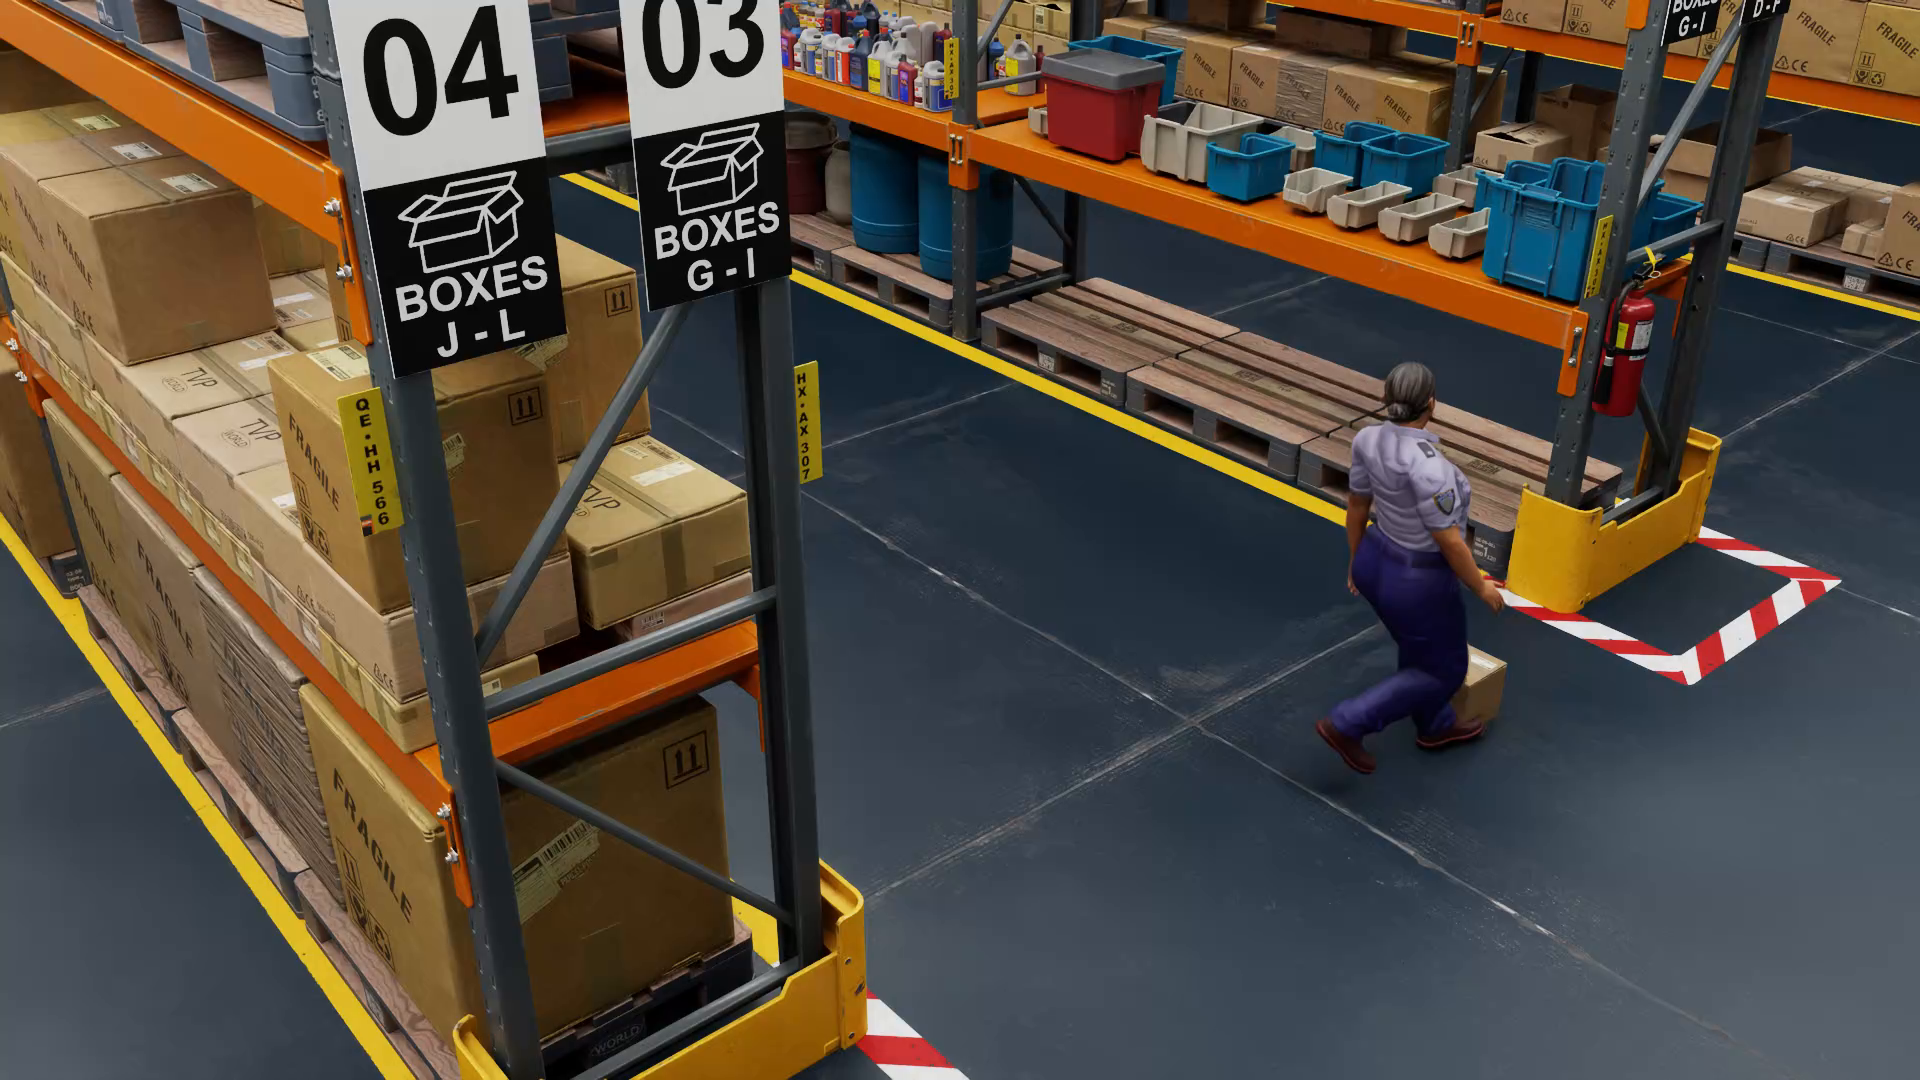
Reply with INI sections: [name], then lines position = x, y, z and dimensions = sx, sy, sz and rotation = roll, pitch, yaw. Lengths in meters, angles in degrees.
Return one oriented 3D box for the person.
[person]
position = 1.663, 0.117, 5.942
dimensions = 0.819, 1.606, 0.551
rotation = -10, 30, -18
